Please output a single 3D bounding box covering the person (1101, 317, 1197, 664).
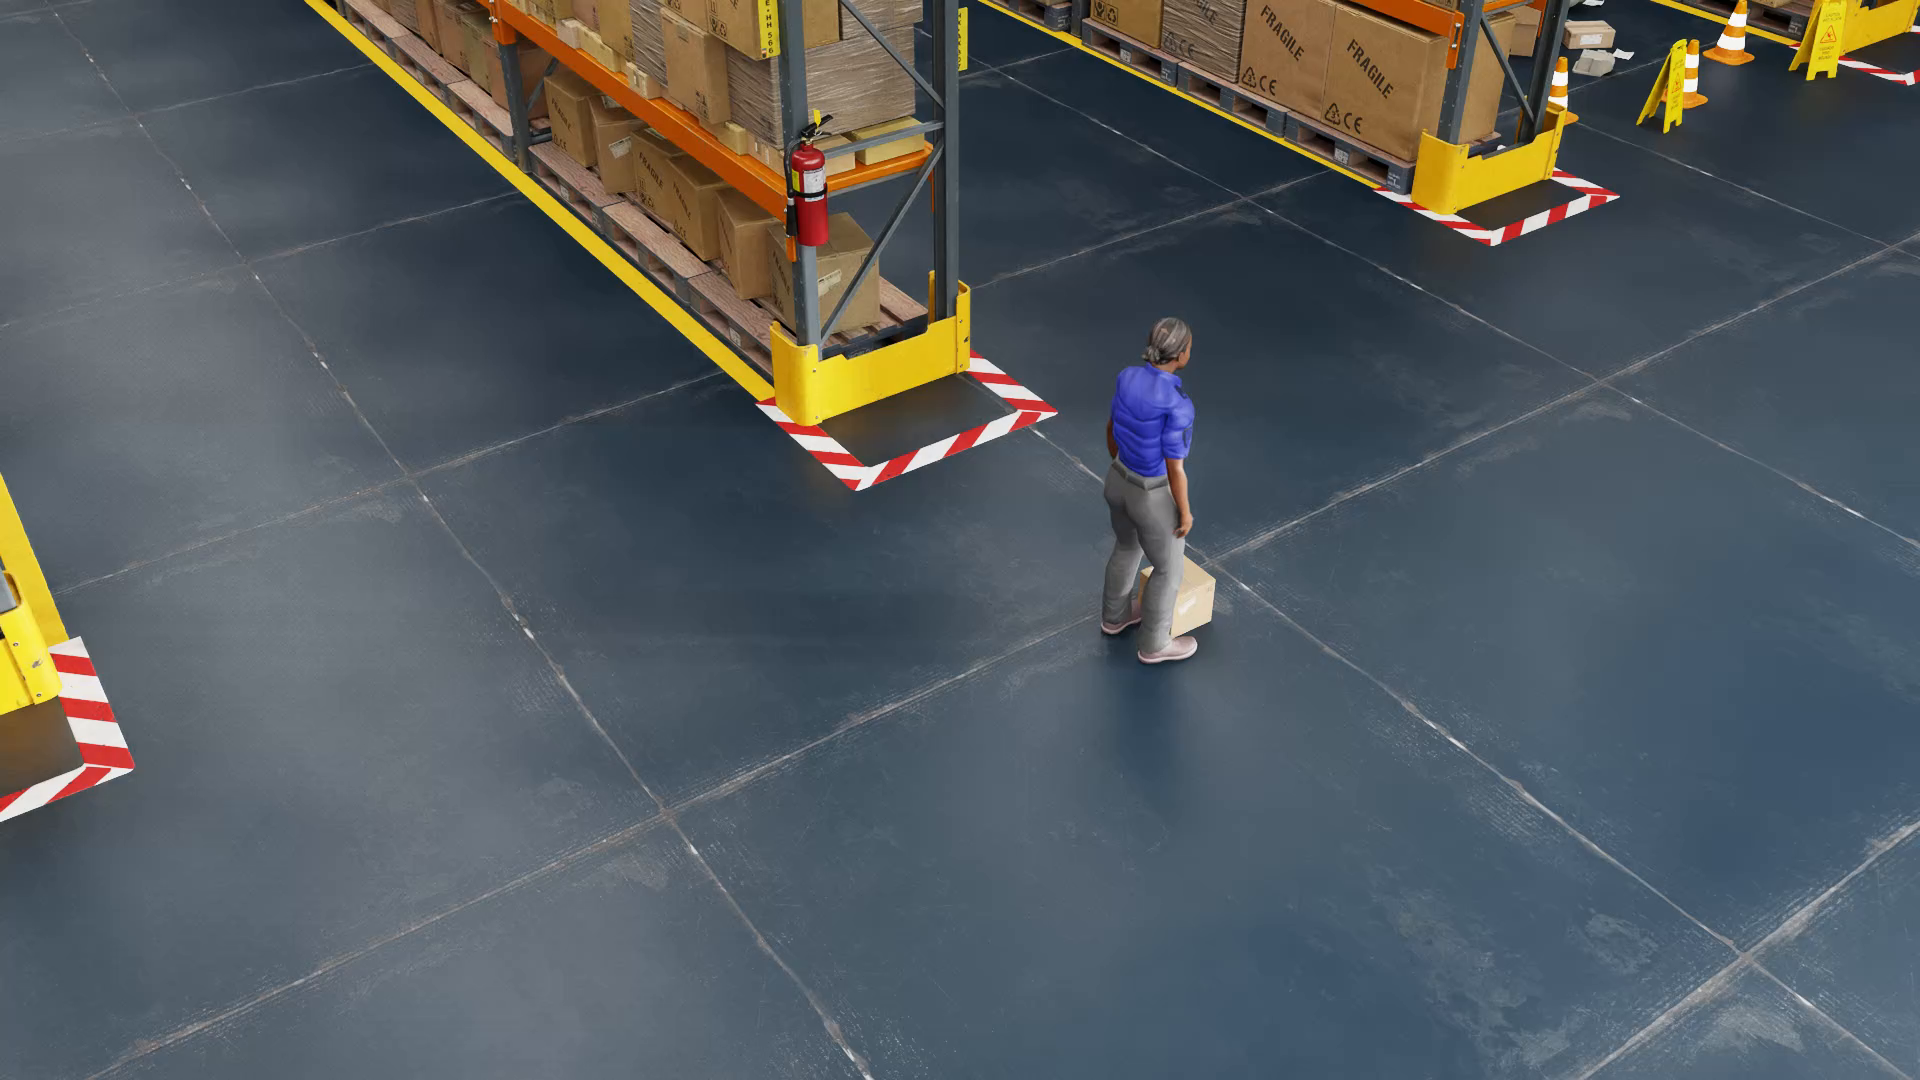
[{"bbox_3d":[0.834,-0.210,7.289,0.349,1.654,0.503,-23,42,-28],"label":"person"}]
